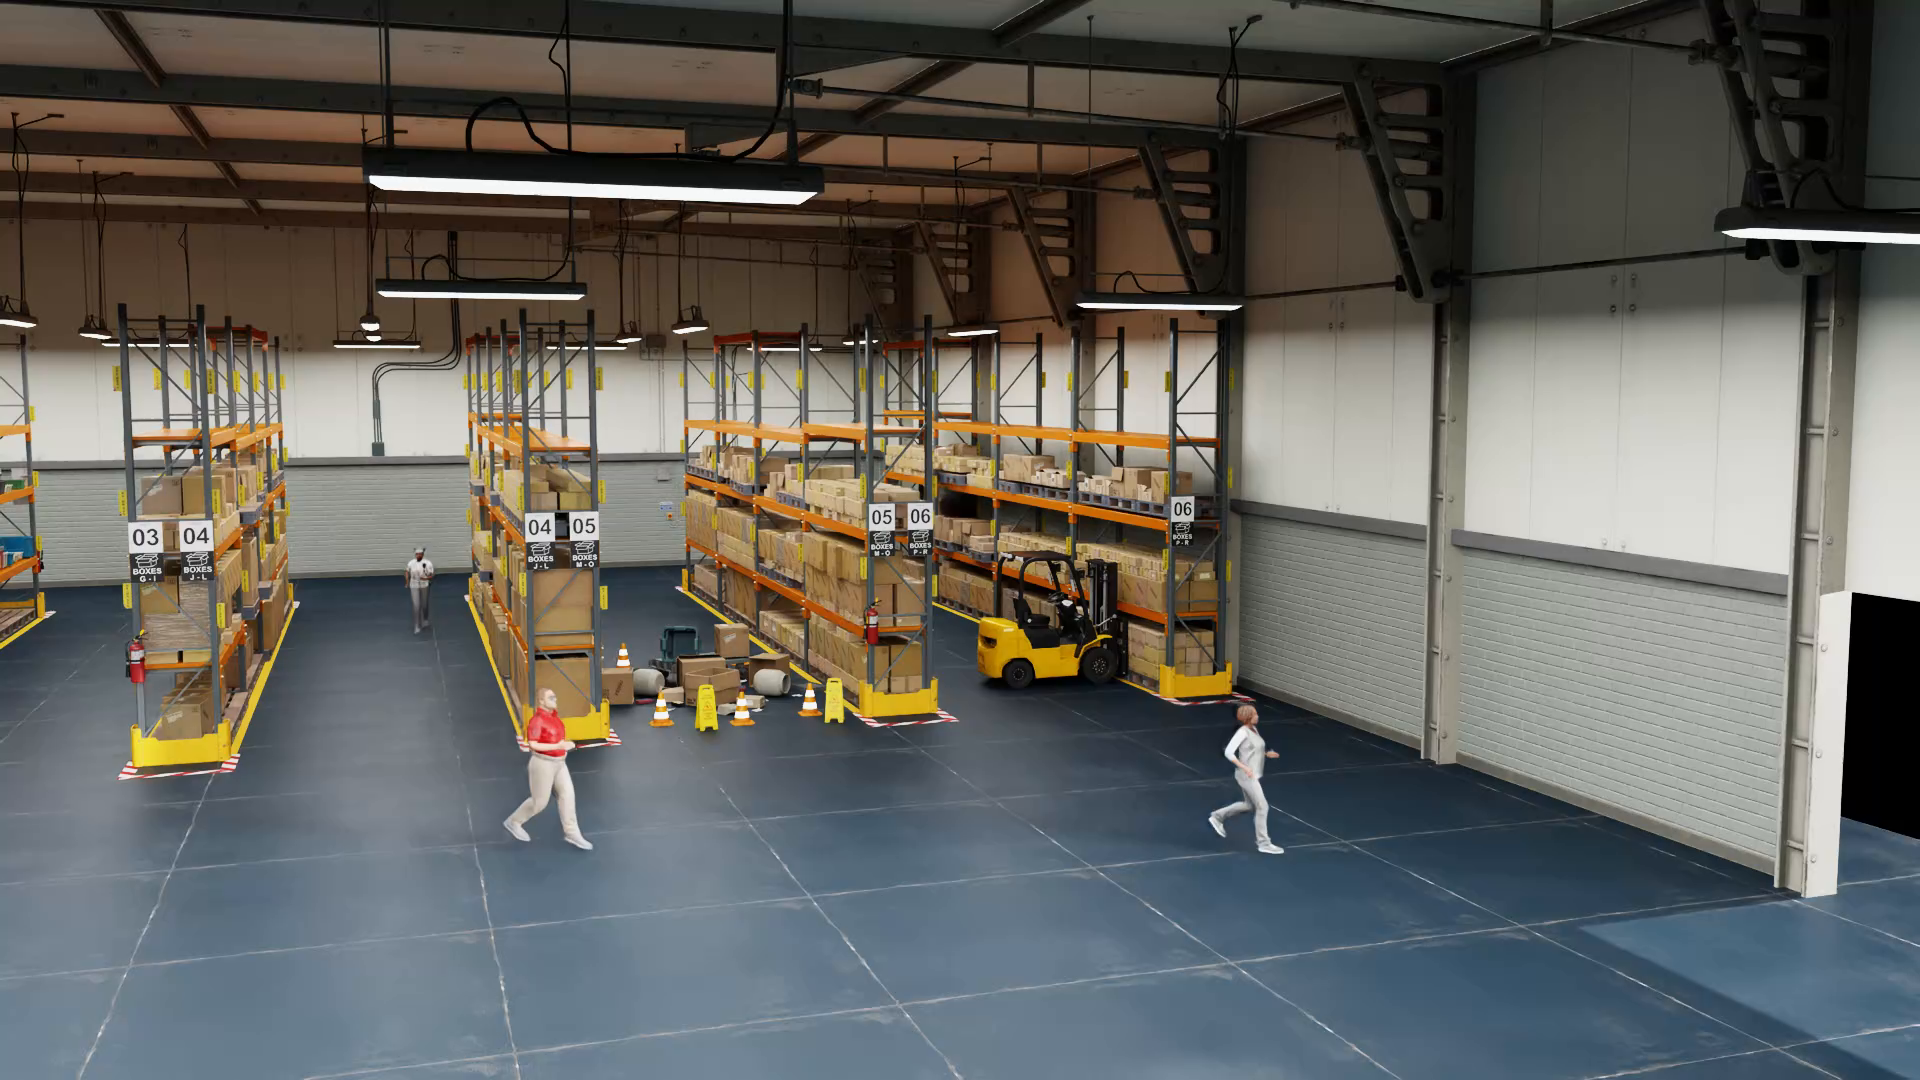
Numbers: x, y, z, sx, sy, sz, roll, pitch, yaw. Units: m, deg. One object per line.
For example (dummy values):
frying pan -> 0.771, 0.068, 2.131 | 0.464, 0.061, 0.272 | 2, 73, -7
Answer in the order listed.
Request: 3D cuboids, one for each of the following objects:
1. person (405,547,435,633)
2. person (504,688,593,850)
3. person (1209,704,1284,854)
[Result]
person -> -10.852, 0.974, 33.426 | 0.576, 1.707, 0.831 | -2, 6, -16
person -> -4.436, 2.451, 17.832 | 0.969, 1.750, 0.660 | 1, 6, 15
person -> 3.052, 2.530, 17.731 | 0.841, 1.572, 0.546 | 2, 6, 23
